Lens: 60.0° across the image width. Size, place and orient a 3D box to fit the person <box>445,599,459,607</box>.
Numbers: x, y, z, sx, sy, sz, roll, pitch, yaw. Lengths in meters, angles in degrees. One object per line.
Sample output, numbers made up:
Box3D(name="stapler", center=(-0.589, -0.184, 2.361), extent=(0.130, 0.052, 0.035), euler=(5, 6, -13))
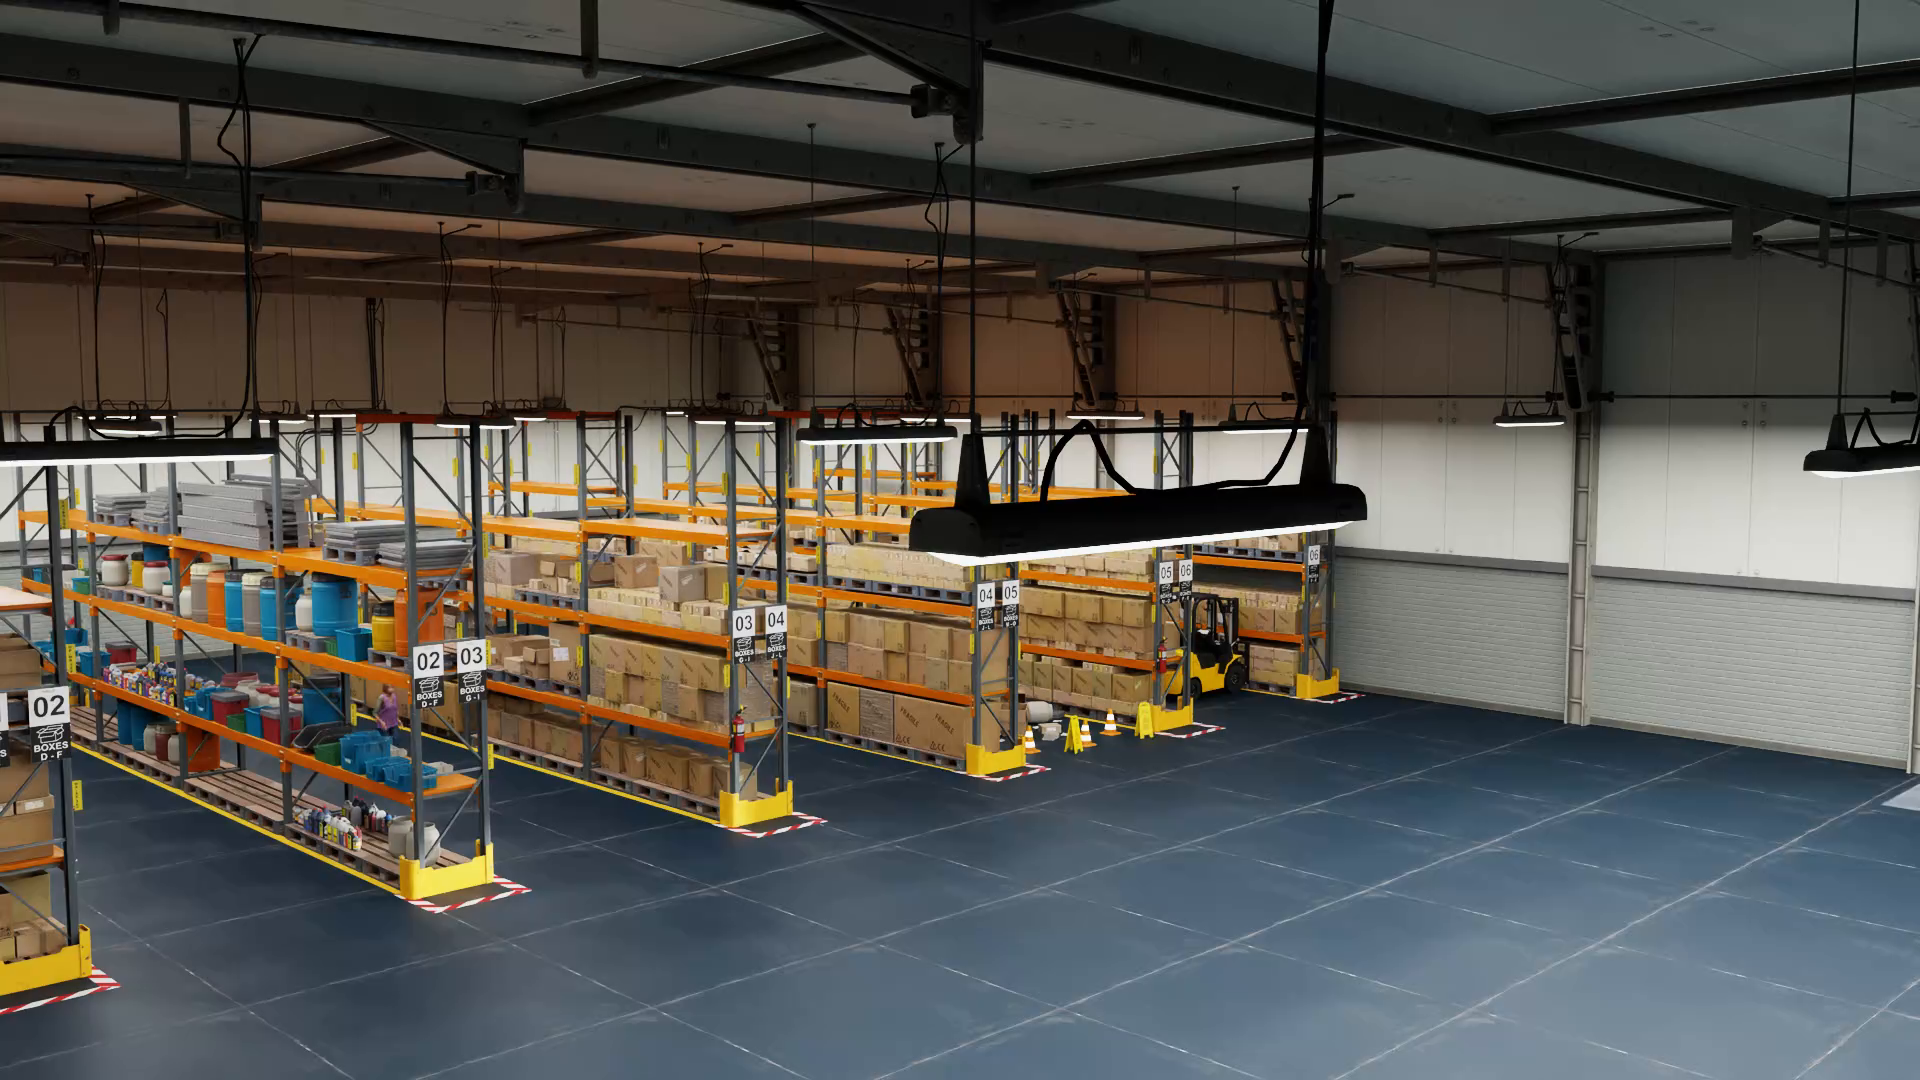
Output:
Box3D(name="person", center=(-11.893, 2.088, 39.150), extent=(0.659, 1.845, 0.715), euler=(-1, 5, -15))

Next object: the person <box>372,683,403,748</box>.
Box3D(name="person", center=(-9.692, 3.138, 28.034), extent=(0.662, 1.552, 0.516), euler=(4, 6, 38))

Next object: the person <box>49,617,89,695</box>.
Box3D(name="person", center=(-18.790, 2.458, 35.085), extent=(0.705, 1.663, 0.867), euler=(1, 5, 12))

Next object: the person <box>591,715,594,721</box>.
Box3D(name="person", center=(-7.112, 2.714, 32.072), extent=(0.699, 1.687, 0.547), euler=(3, 6, 35))
